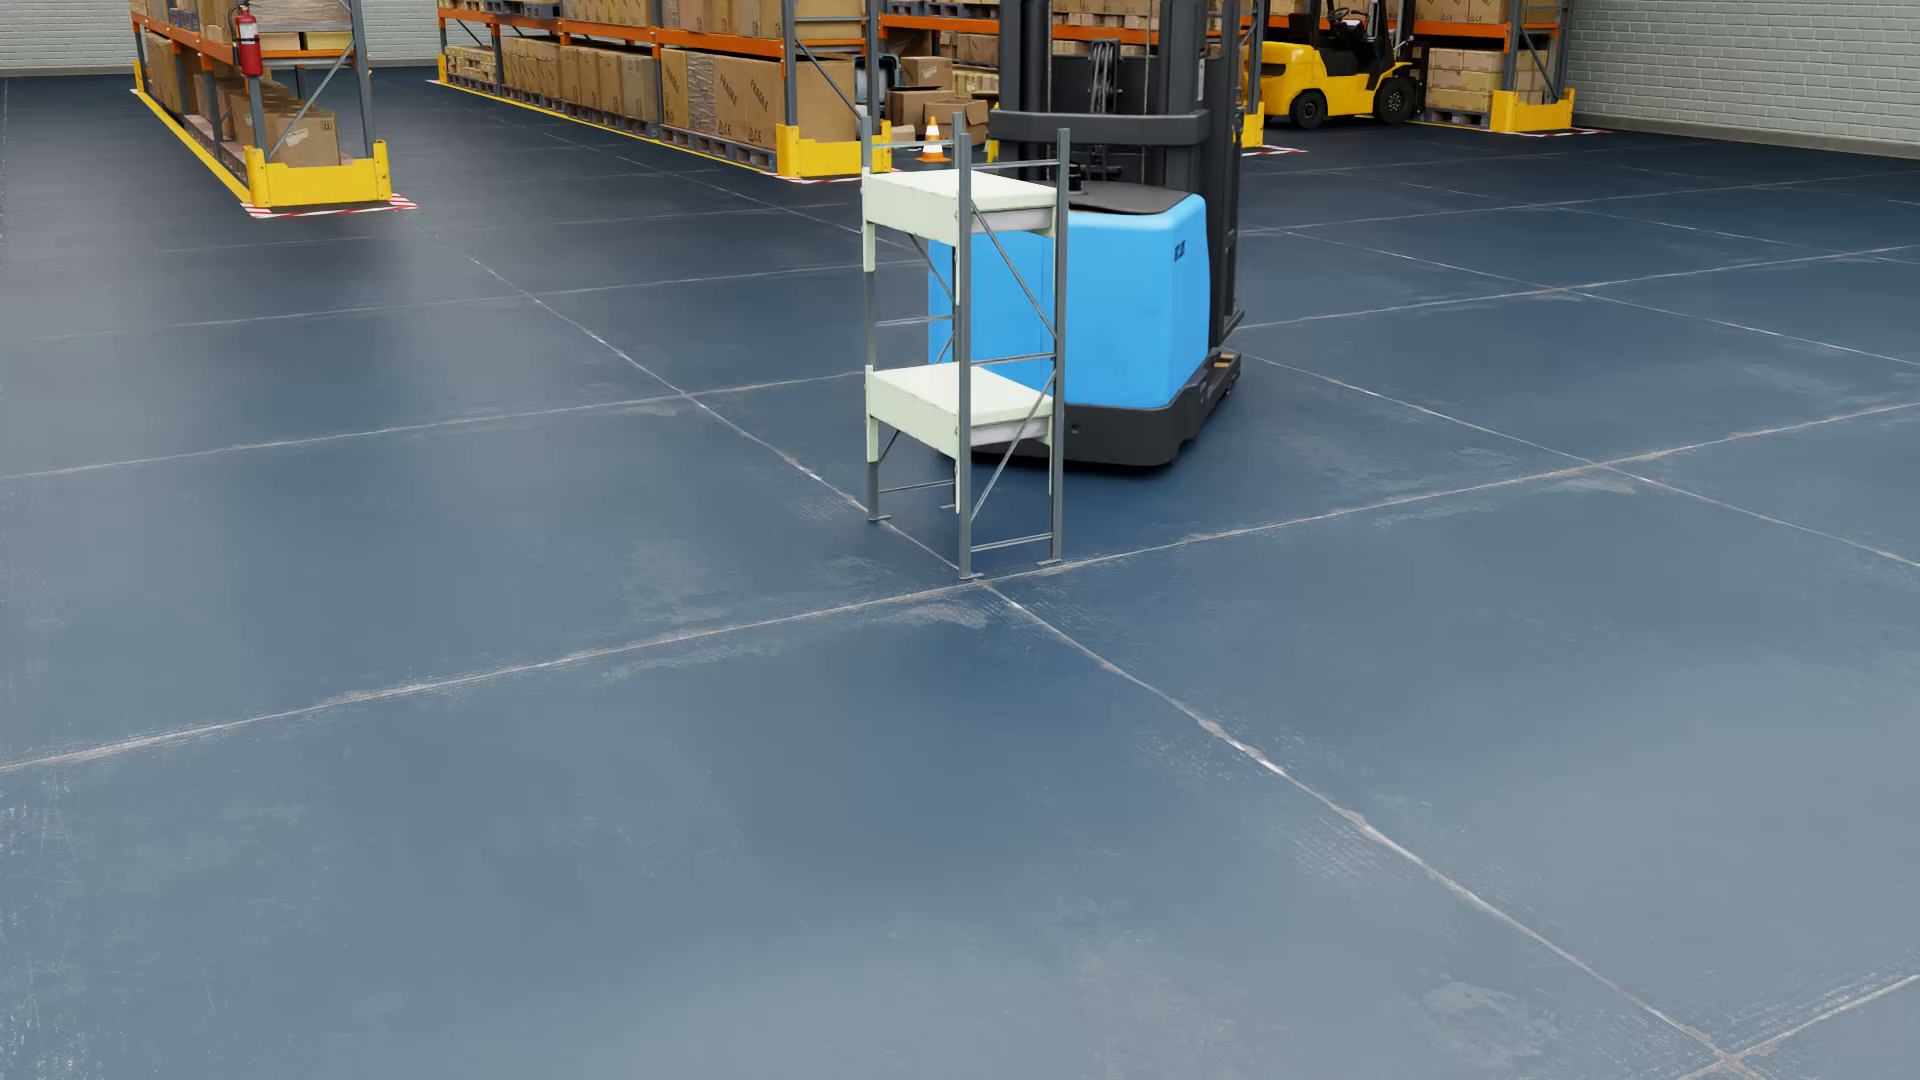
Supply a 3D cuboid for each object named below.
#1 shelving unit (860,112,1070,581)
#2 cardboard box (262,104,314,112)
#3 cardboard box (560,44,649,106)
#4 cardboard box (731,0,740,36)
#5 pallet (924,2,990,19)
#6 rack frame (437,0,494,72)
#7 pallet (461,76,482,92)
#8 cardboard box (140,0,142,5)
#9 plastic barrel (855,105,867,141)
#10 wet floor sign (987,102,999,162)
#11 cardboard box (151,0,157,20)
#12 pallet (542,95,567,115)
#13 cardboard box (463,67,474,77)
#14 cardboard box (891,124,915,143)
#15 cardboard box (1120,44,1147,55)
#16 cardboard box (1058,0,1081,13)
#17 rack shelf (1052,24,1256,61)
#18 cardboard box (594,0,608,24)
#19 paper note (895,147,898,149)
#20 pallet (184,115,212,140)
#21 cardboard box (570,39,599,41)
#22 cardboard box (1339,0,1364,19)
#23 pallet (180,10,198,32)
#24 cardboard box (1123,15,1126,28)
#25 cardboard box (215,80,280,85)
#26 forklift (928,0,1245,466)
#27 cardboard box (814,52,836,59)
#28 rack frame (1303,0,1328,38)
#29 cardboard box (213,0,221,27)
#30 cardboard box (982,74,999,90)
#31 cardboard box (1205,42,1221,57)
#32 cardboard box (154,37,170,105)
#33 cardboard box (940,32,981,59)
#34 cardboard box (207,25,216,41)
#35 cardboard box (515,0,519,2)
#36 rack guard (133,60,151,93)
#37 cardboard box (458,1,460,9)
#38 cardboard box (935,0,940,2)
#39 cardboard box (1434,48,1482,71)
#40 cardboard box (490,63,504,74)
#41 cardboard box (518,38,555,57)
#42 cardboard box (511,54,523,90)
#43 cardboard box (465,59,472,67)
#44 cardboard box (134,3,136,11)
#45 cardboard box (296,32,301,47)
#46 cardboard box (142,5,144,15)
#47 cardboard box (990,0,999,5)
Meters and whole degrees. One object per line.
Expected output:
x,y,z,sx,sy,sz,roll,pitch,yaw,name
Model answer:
0.003,-0.707,5.881,0.431,1.500,0.755,-10,21,-27,shelving unit
-6.580,-3.995,16.298,0.500,0.500,0.500,-8,21,-22,cardboard box
-4.879,-6.429,22.969,1.050,0.750,0.750,-10,22,-27,cardboard box
-1.942,-5.691,17.796,0.875,0.550,0.550,-10,21,-27,cardboard box
0.195,-7.626,23.927,1.003,0.211,1.213,-10,21,-27,pallet
-8.888,-9.779,29.873,1.000,3.000,0.127,-10,21,-27,rack frame
-7.922,-7.851,28.560,1.003,0.211,1.213,-10,21,-27,pallet
-12.090,-8.196,25.058,0.500,0.250,0.500,-9,21,-25,cardboard box
-1.301,-5.029,20.055,0.512,0.421,0.421,4,19,11,plastic barrel
0.466,-4.372,17.811,0.267,0.644,0.232,-14,24,-36,wet floor sign
-10.927,-7.480,23.058,0.500,0.500,0.500,-11,22,-28,cardboard box
-5.459,-6.389,24.323,1.003,0.211,1.213,-10,21,-27,pallet
-8.329,-8.064,28.628,0.380,0.149,0.250,-11,22,-29,cardboard box
-0.753,-4.834,19.733,0.396,0.266,0.258,-6,20,-17,cardboard box
2.058,-5.899,20.056,0.380,0.149,0.250,-10,21,-26,cardboard box
1.568,-6.862,20.810,0.500,0.500,0.500,-10,21,-27,cardboard box
2.068,-6.216,20.650,1.077,0.370,4.000,-10,21,-27,rack shelf
-4.396,-6.926,21.450,0.500,0.500,0.500,-10,22,-27,cardboard box
-0.739,-4.552,19.309,0.032,0.001,0.123,1,19,2,paper note
-9.133,-5.201,20.880,1.003,0.211,1.213,-10,21,-27,pallet
-5.668,-7.379,24.956,0.500,0.250,0.500,-10,21,-26,cardboard box
5.728,-7.633,23.499,0.500,0.500,0.500,-10,21,-26,cardboard box
-8.526,-6.091,19.478,1.003,0.211,1.213,-10,21,-27,pallet
2.184,-6.234,19.985,0.380,0.149,0.250,-10,21,-26,cardboard box
-8.352,-5.102,19.475,0.700,0.500,0.500,-12,22,-31,cardboard box
0.787,-2.130,7.811,1.130,2.935,3.031,6,20,17,forklift
-1.880,-8.197,27.902,0.875,0.875,0.875,-9,21,-25,cardboard box
5.485,-7.900,24.427,1.000,3.000,0.127,-10,21,-27,rack frame
-6.710,-5.217,16.044,0.875,0.500,0.500,-10,21,-27,cardboard box
0.867,-6.237,22.992,0.950,0.372,0.625,-10,21,-26,cardboard box
4.187,-7.757,27.009,0.875,0.625,0.625,-9,21,-25,cardboard box
-10.228,-6.396,22.682,1.225,0.875,0.875,-10,21,-26,cardboard box
-0.006,-10.173,34.198,0.797,0.503,0.637,-11,22,-29,cardboard box
-7.306,-5.078,16.635,0.380,0.149,0.250,-10,21,-27,cardboard box
-6.333,-8.002,24.464,0.380,0.149,0.250,-9,21,-25,cardboard box
-13.313,-7.865,28.159,1.175,0.500,0.348,-10,21,-27,rack guard
-8.434,-9.230,28.666,0.380,0.149,0.250,-10,22,-27,cardboard box
-0.132,-7.850,24.023,0.380,0.149,0.250,-9,21,-25,cardboard box
6.644,-6.353,21.982,0.500,0.250,0.500,-10,21,-26,cardboard box
-7.418,-7.664,27.013,0.380,0.149,0.250,-10,21,-26,cardboard box
-6.377,-7.450,25.161,0.500,0.250,0.500,-9,21,-25,cardboard box
-6.619,-7.243,25.712,0.500,0.500,0.500,-9,21,-24,cardboard box
-8.355,-8.285,28.813,0.380,0.149,0.250,-11,22,-29,cardboard box
-12.810,-8.399,26.260,0.380,0.149,0.250,-10,22,-27,cardboard box
-5.973,-4.664,15.435,0.380,0.149,0.250,-10,21,-27,cardboard box
-11.958,-7.884,24.765,0.380,0.149,0.250,-10,21,-26,cardboard box
0.631,-7.315,22.473,0.380,0.149,0.250,-10,21,-26,cardboard box
